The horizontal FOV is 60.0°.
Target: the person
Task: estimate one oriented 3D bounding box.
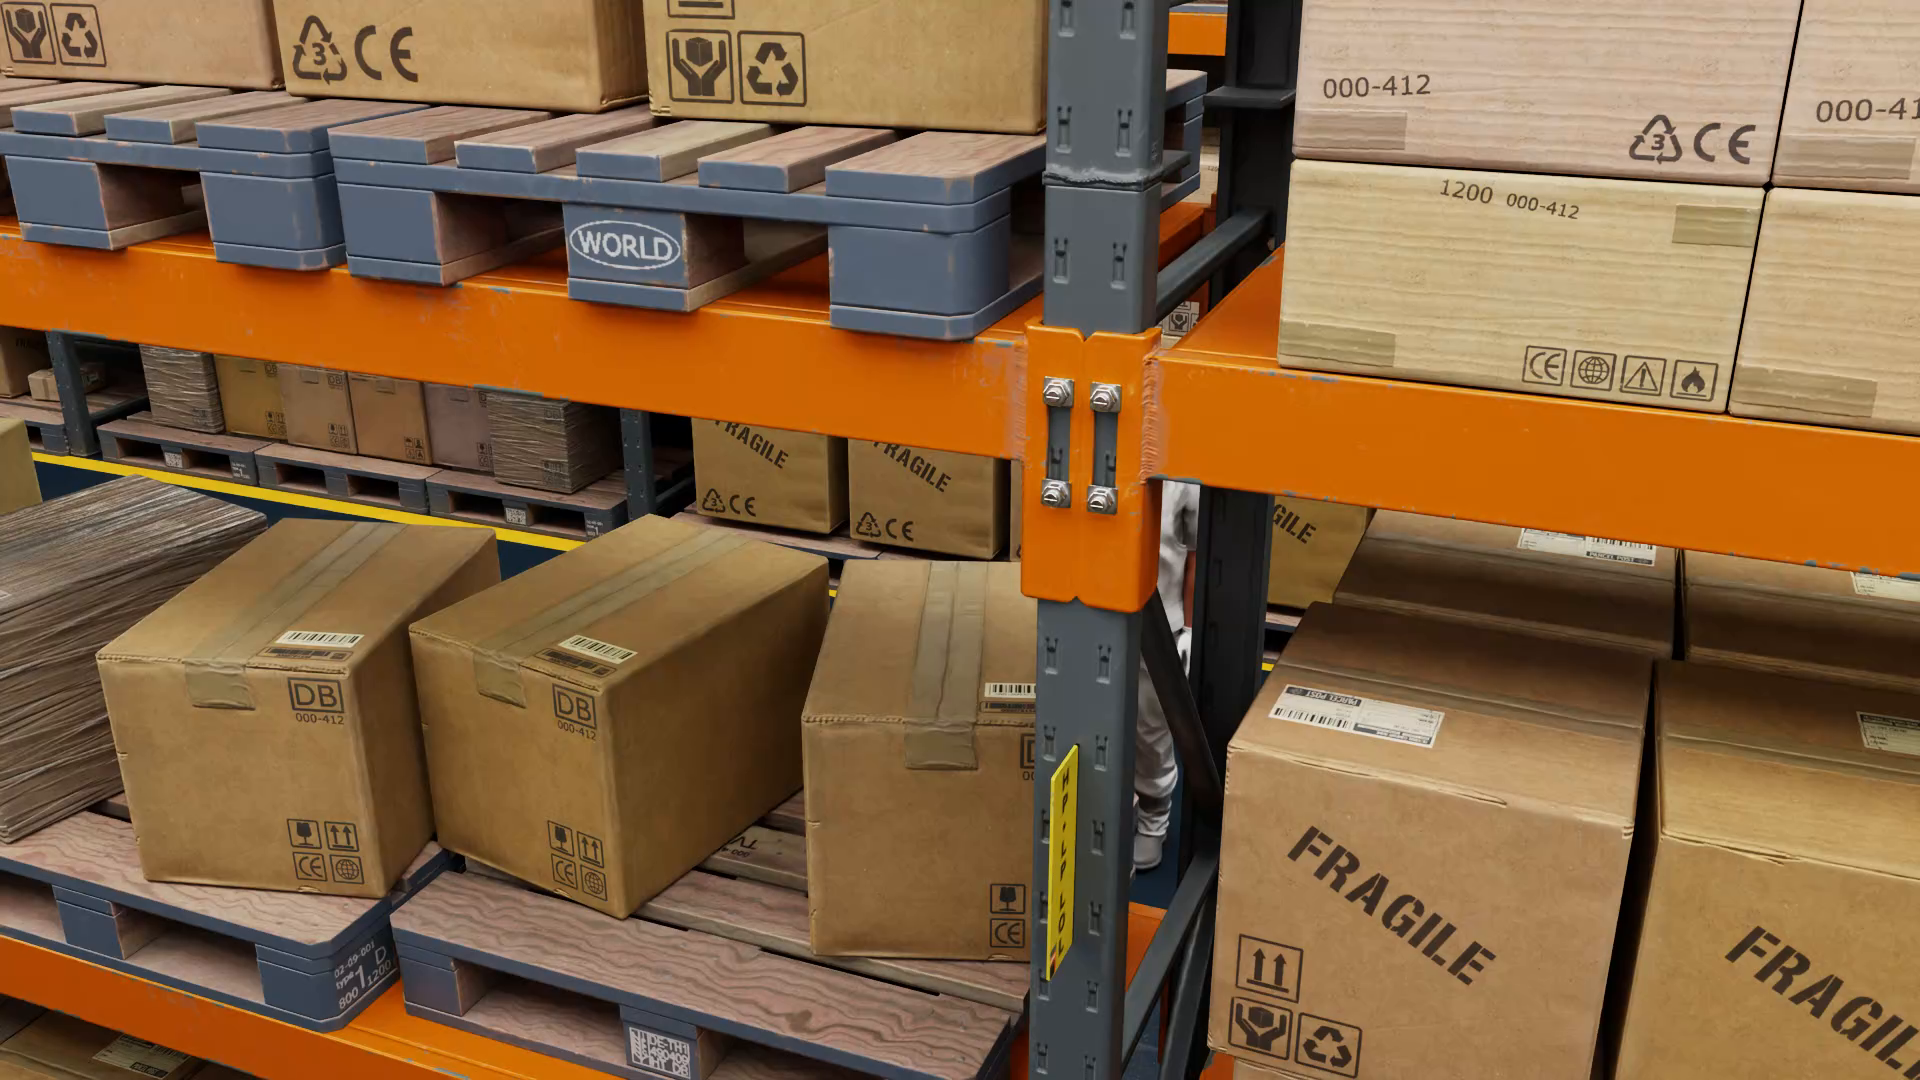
[{"bbox_3d":[0.600,0.313,5.805,0.529,1.774,0.364,9,24,21],"label":"person"}]
